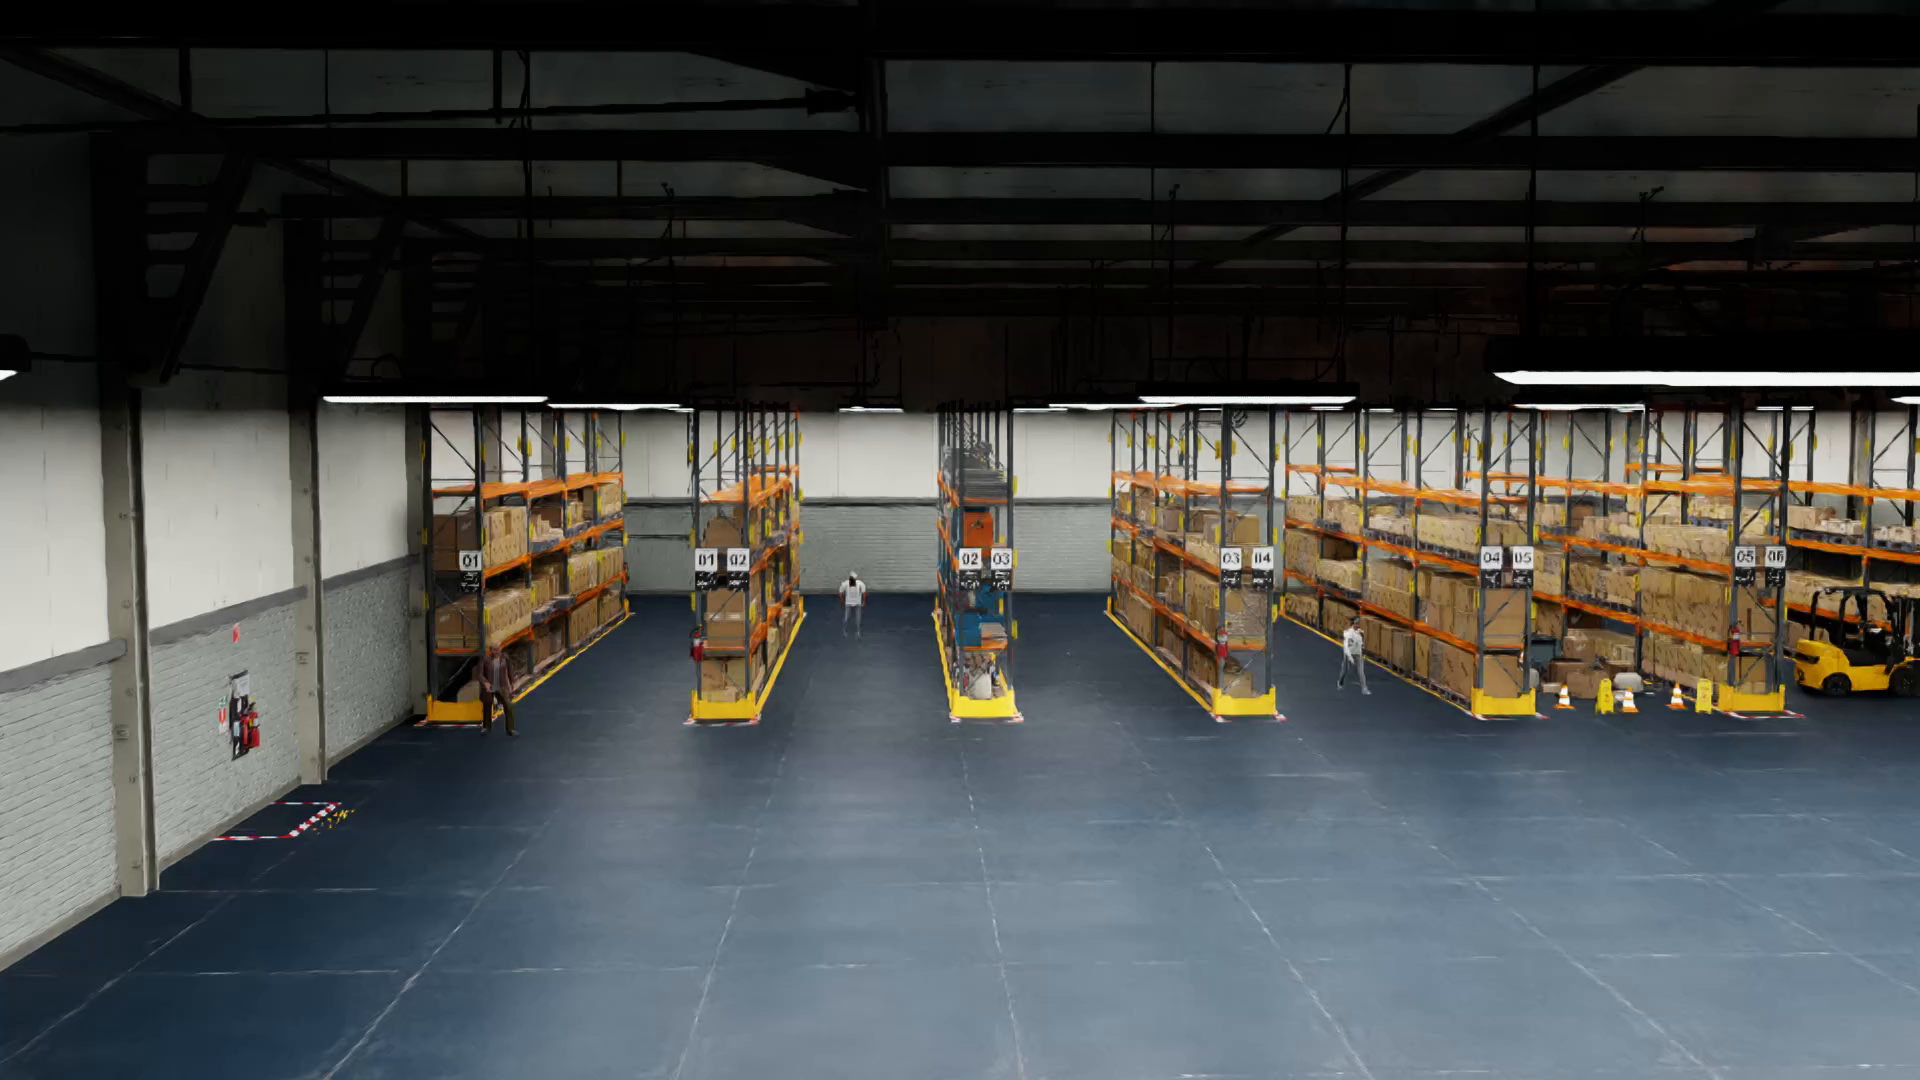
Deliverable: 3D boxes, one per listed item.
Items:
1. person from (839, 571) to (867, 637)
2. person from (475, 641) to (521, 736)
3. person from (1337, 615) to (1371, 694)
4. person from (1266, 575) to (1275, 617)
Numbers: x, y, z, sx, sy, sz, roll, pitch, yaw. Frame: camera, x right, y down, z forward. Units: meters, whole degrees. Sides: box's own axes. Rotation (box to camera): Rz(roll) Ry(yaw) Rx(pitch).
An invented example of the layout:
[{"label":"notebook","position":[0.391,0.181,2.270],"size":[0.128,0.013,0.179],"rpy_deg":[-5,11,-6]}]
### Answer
[{"label":"person","position":[-2.751,1.641,42.609],"size":[0.719,1.714,0.578],"rpy_deg":[0,4,-4]},{"label":"person","position":[-8.215,2.620,29.451],"size":[0.733,1.716,0.872],"rpy_deg":[-2,5,-21]},{"label":"person","position":[8.052,2.320,34.039],"size":[0.511,1.593,1.058],"rpy_deg":[-1,4,-11]},{"label":"person","position":[8.396,1.455,45.562],"size":[0.482,1.579,1.082],"rpy_deg":[0,4,-4]}]
